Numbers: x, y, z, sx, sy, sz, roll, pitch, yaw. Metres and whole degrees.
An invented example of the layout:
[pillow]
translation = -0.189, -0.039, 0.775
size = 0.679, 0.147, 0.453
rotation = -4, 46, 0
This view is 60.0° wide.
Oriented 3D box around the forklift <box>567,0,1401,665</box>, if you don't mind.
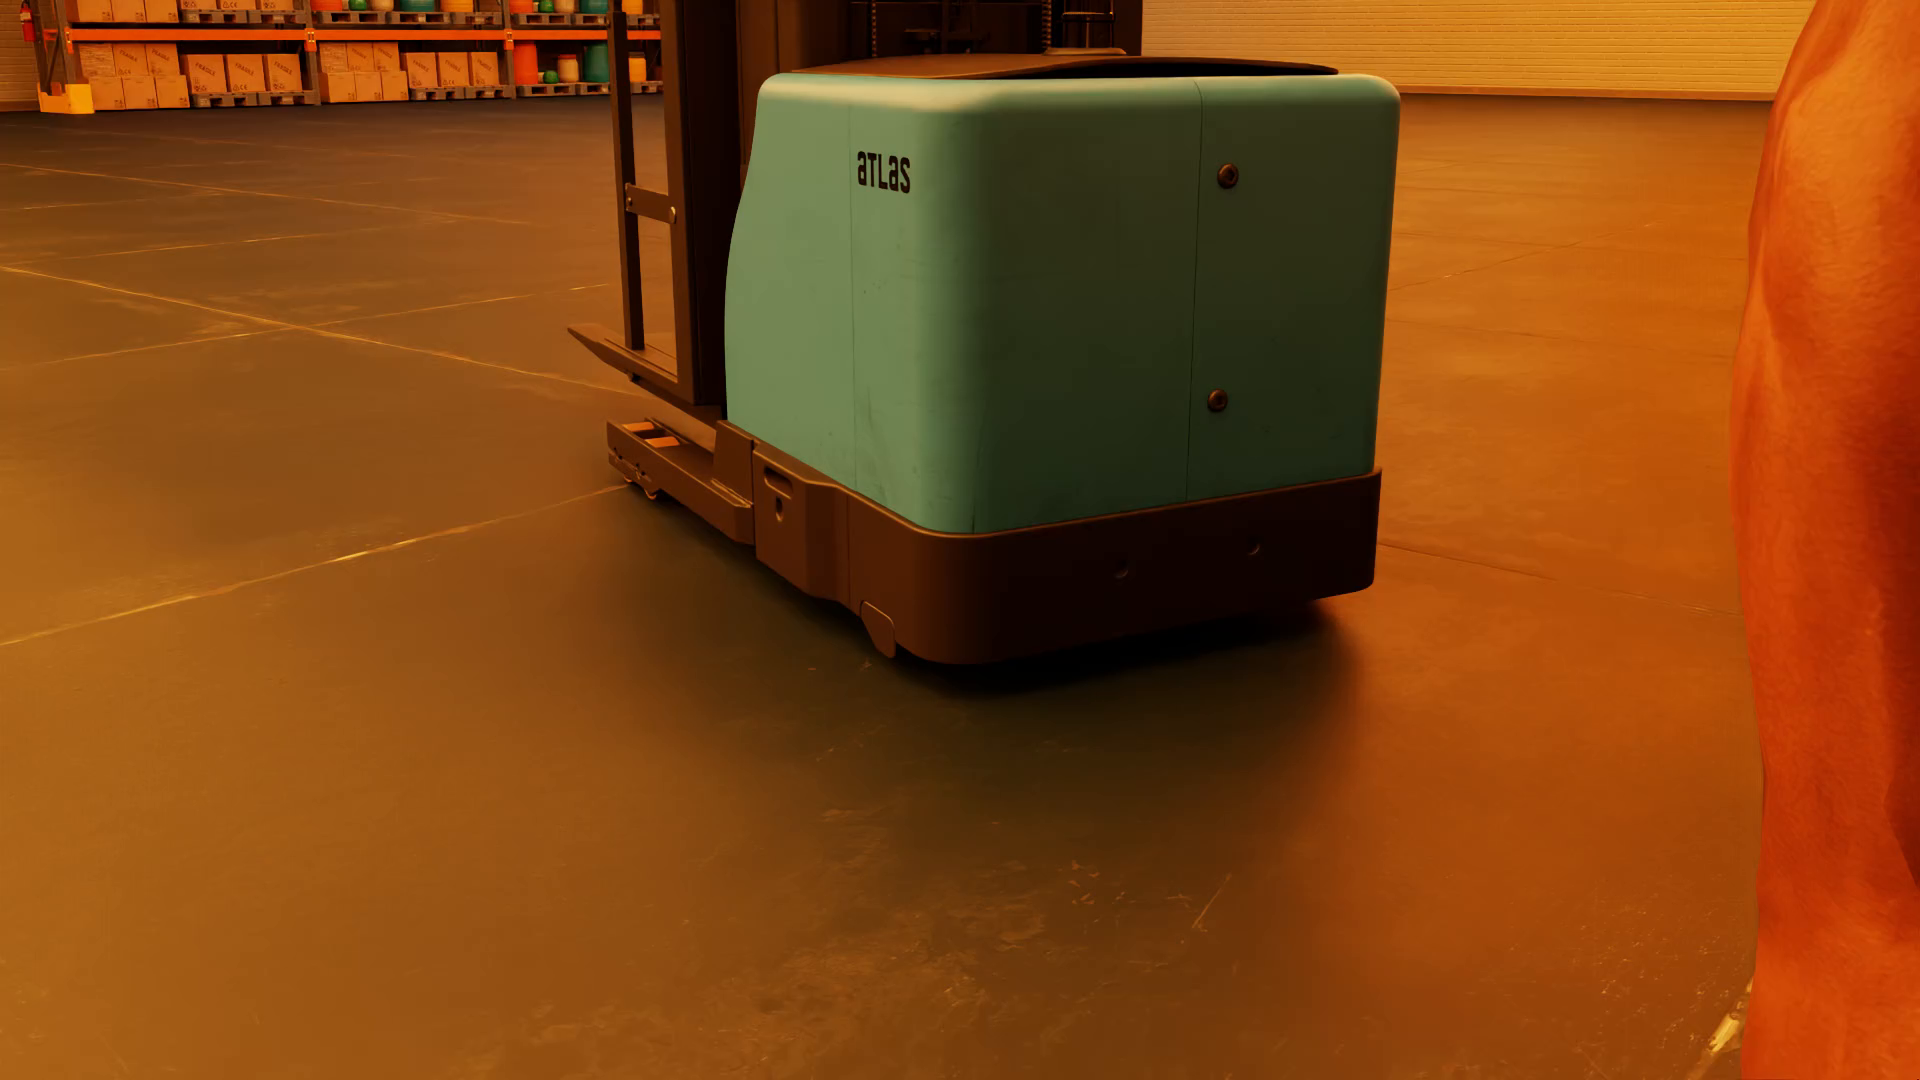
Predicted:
[forklift]
translation = -0.288, -1.559, 4.031
size = 1.130, 2.935, 3.031
rotation = -9, 19, -27
